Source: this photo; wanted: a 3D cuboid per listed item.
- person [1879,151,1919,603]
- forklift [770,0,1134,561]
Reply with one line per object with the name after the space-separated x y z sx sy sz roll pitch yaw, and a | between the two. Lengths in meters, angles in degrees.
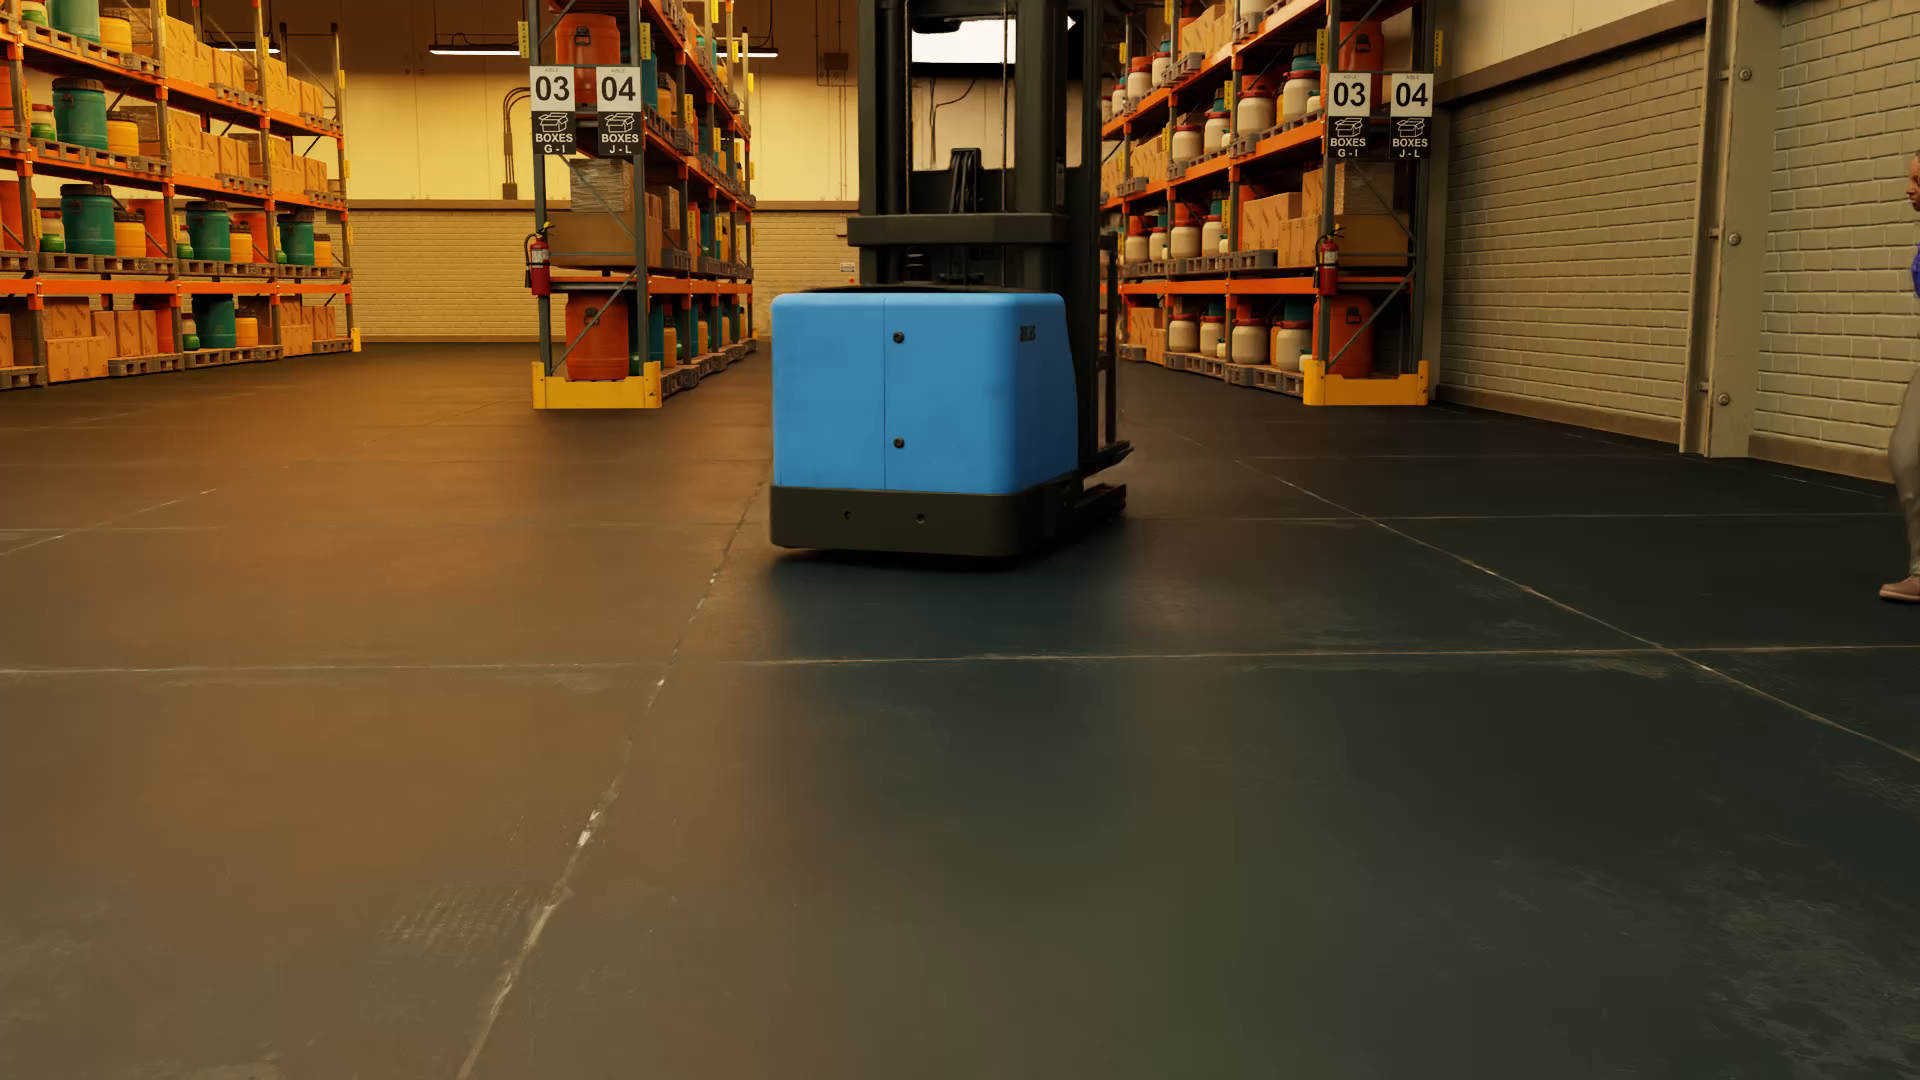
3.570 -0.609 5.968 0.394 1.626 0.802 5 10 32 | person
0.171 -1.545 7.735 1.130 2.935 3.031 3 9 18 | forklift
